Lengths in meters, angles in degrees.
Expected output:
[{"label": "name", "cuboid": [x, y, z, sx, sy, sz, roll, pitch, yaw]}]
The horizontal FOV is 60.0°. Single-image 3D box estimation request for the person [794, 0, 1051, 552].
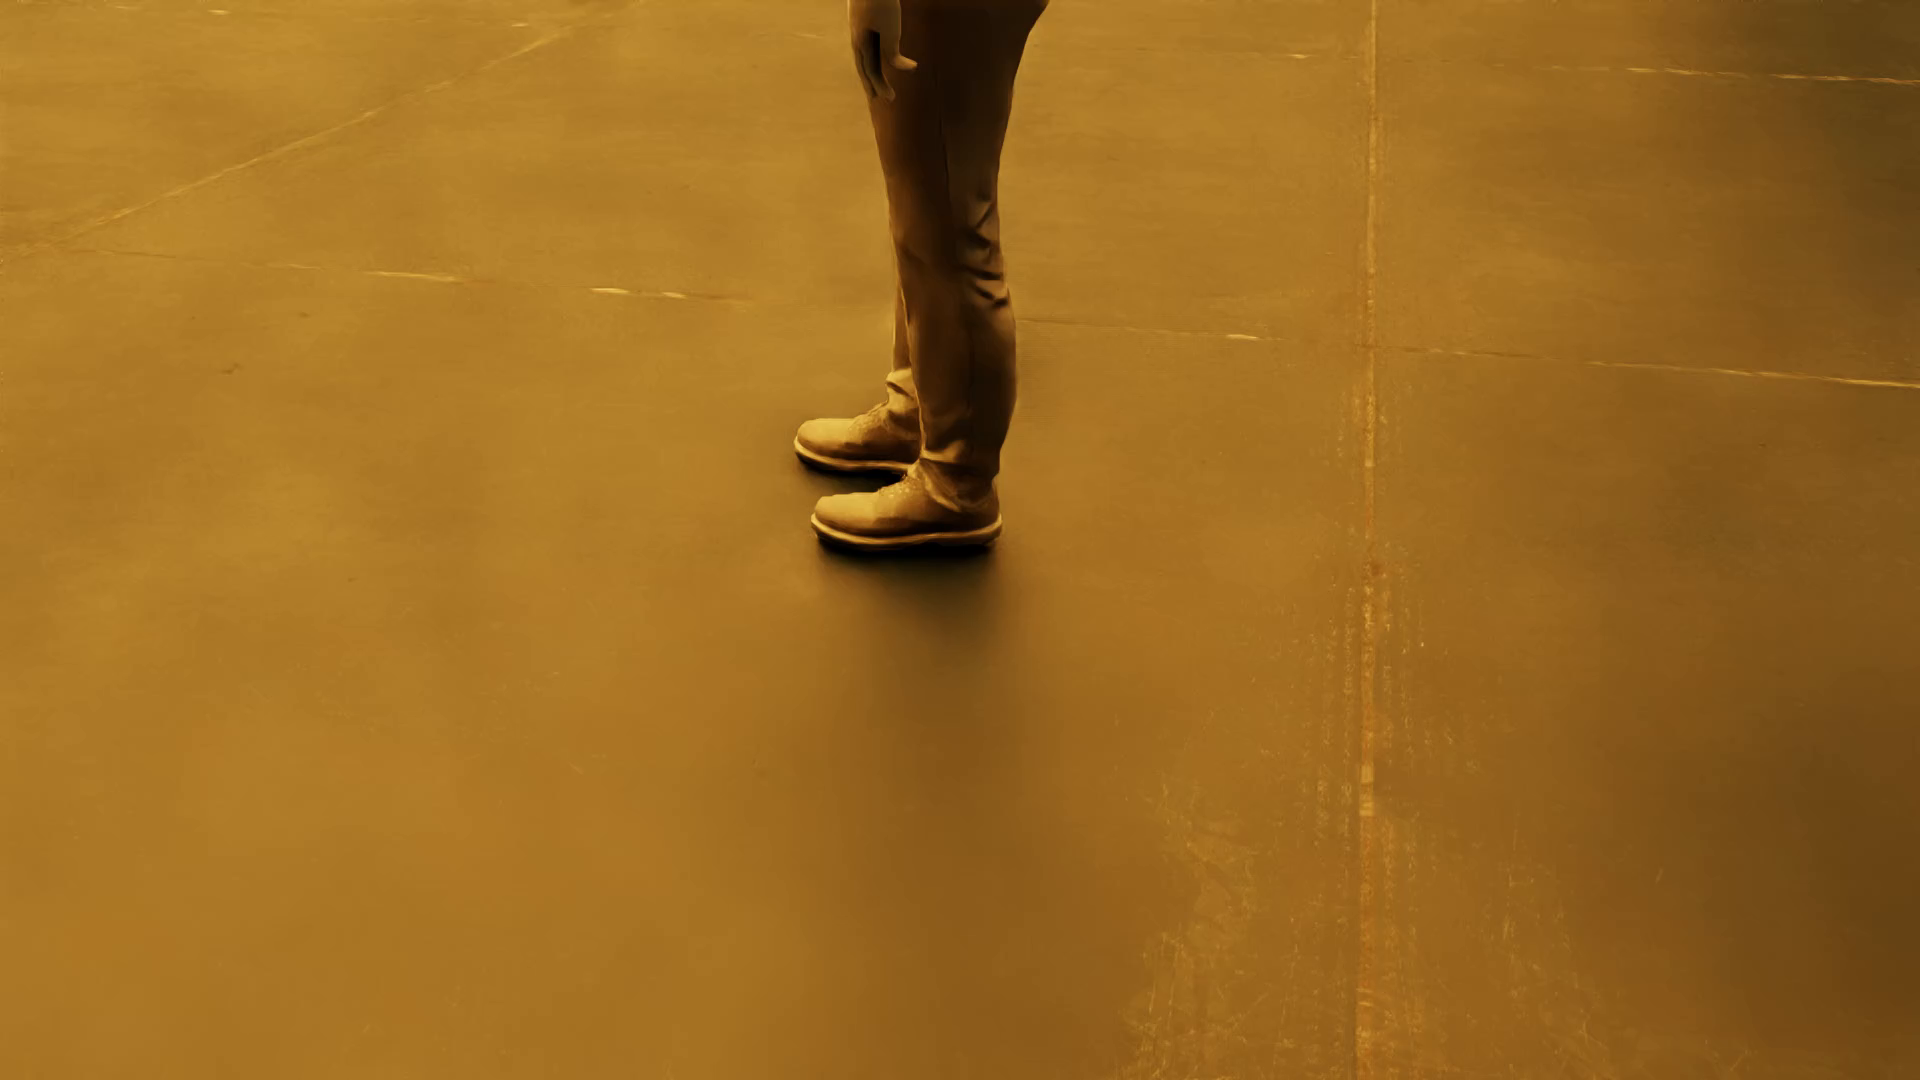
[{"label": "person", "cuboid": [-0.065, -0.773, 2.134, 0.533, 1.695, 0.586, 6, 27, 11]}]
